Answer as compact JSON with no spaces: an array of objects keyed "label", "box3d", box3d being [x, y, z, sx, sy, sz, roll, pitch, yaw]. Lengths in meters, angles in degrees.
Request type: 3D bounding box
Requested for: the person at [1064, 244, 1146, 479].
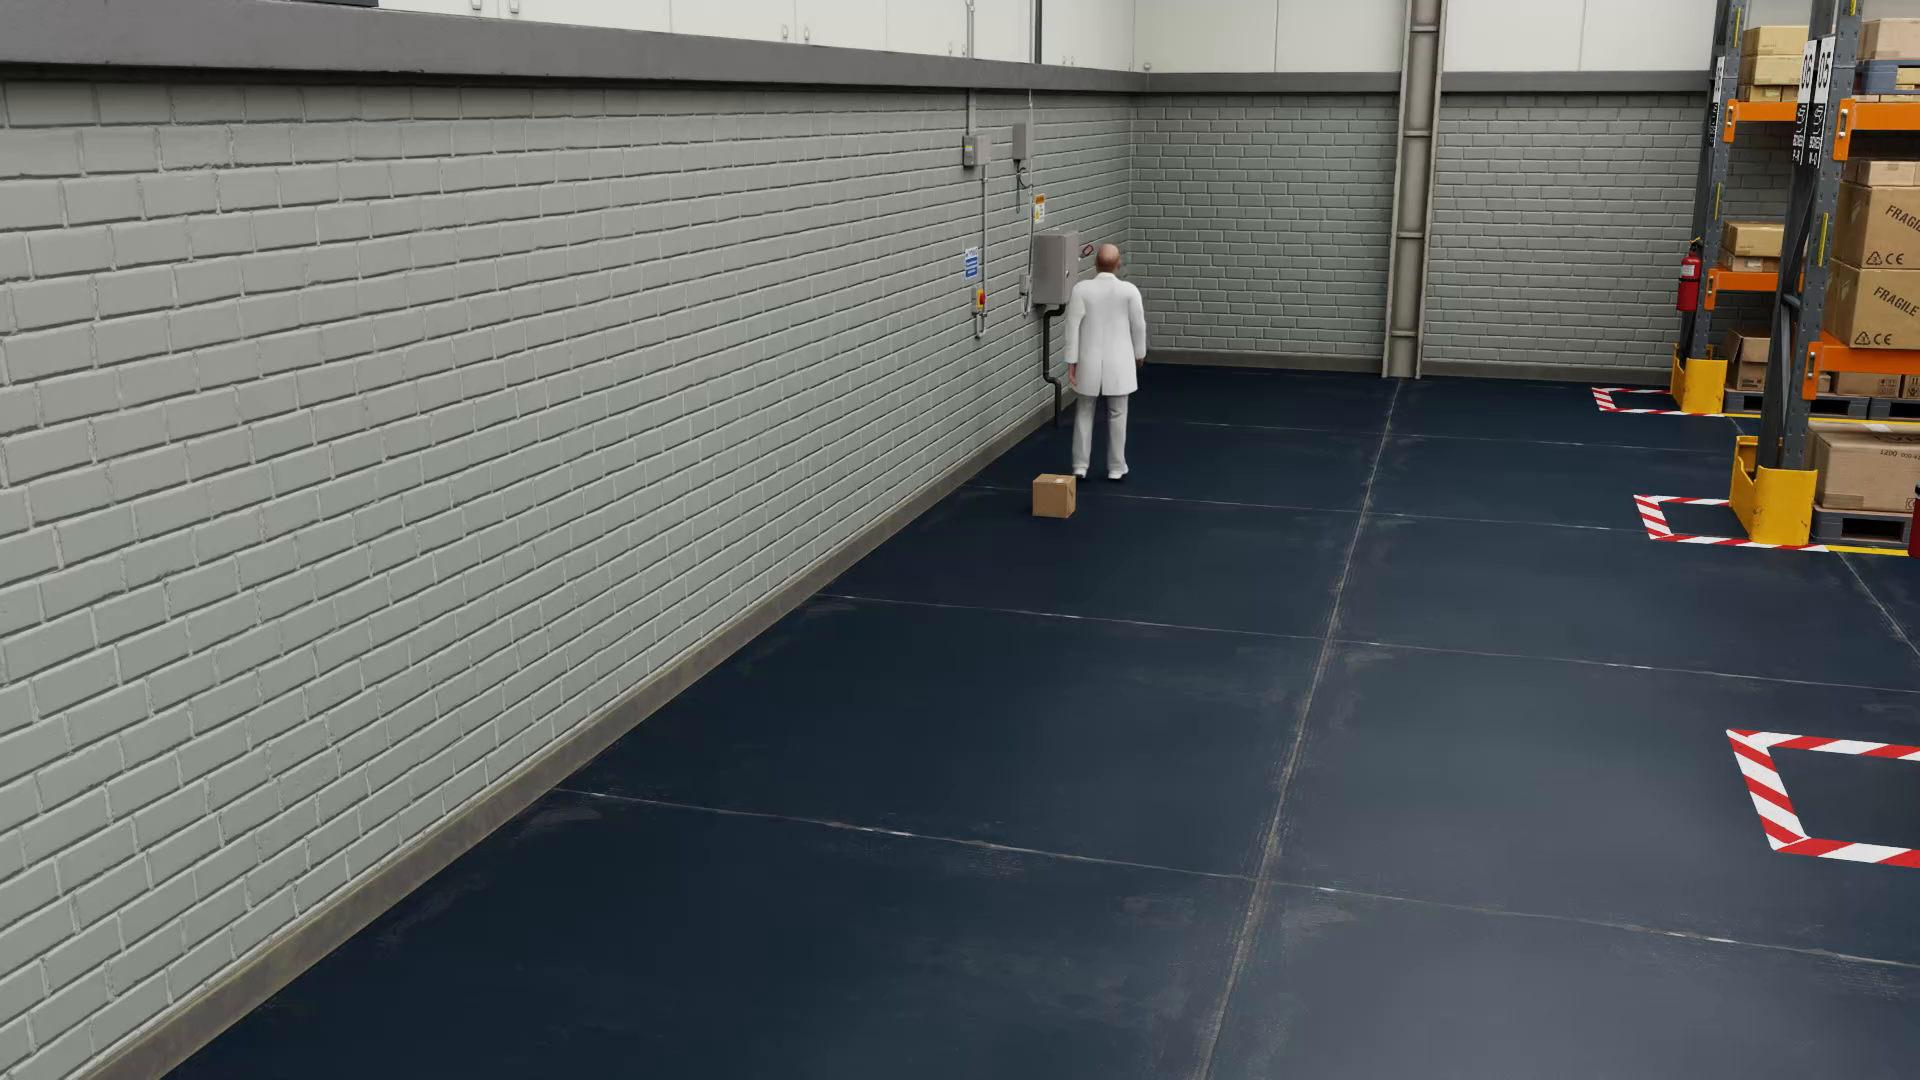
[{"label":"person","box3d":[1.104,-1.324,12.569,0.599,1.829,0.504,3,15,11]}]
